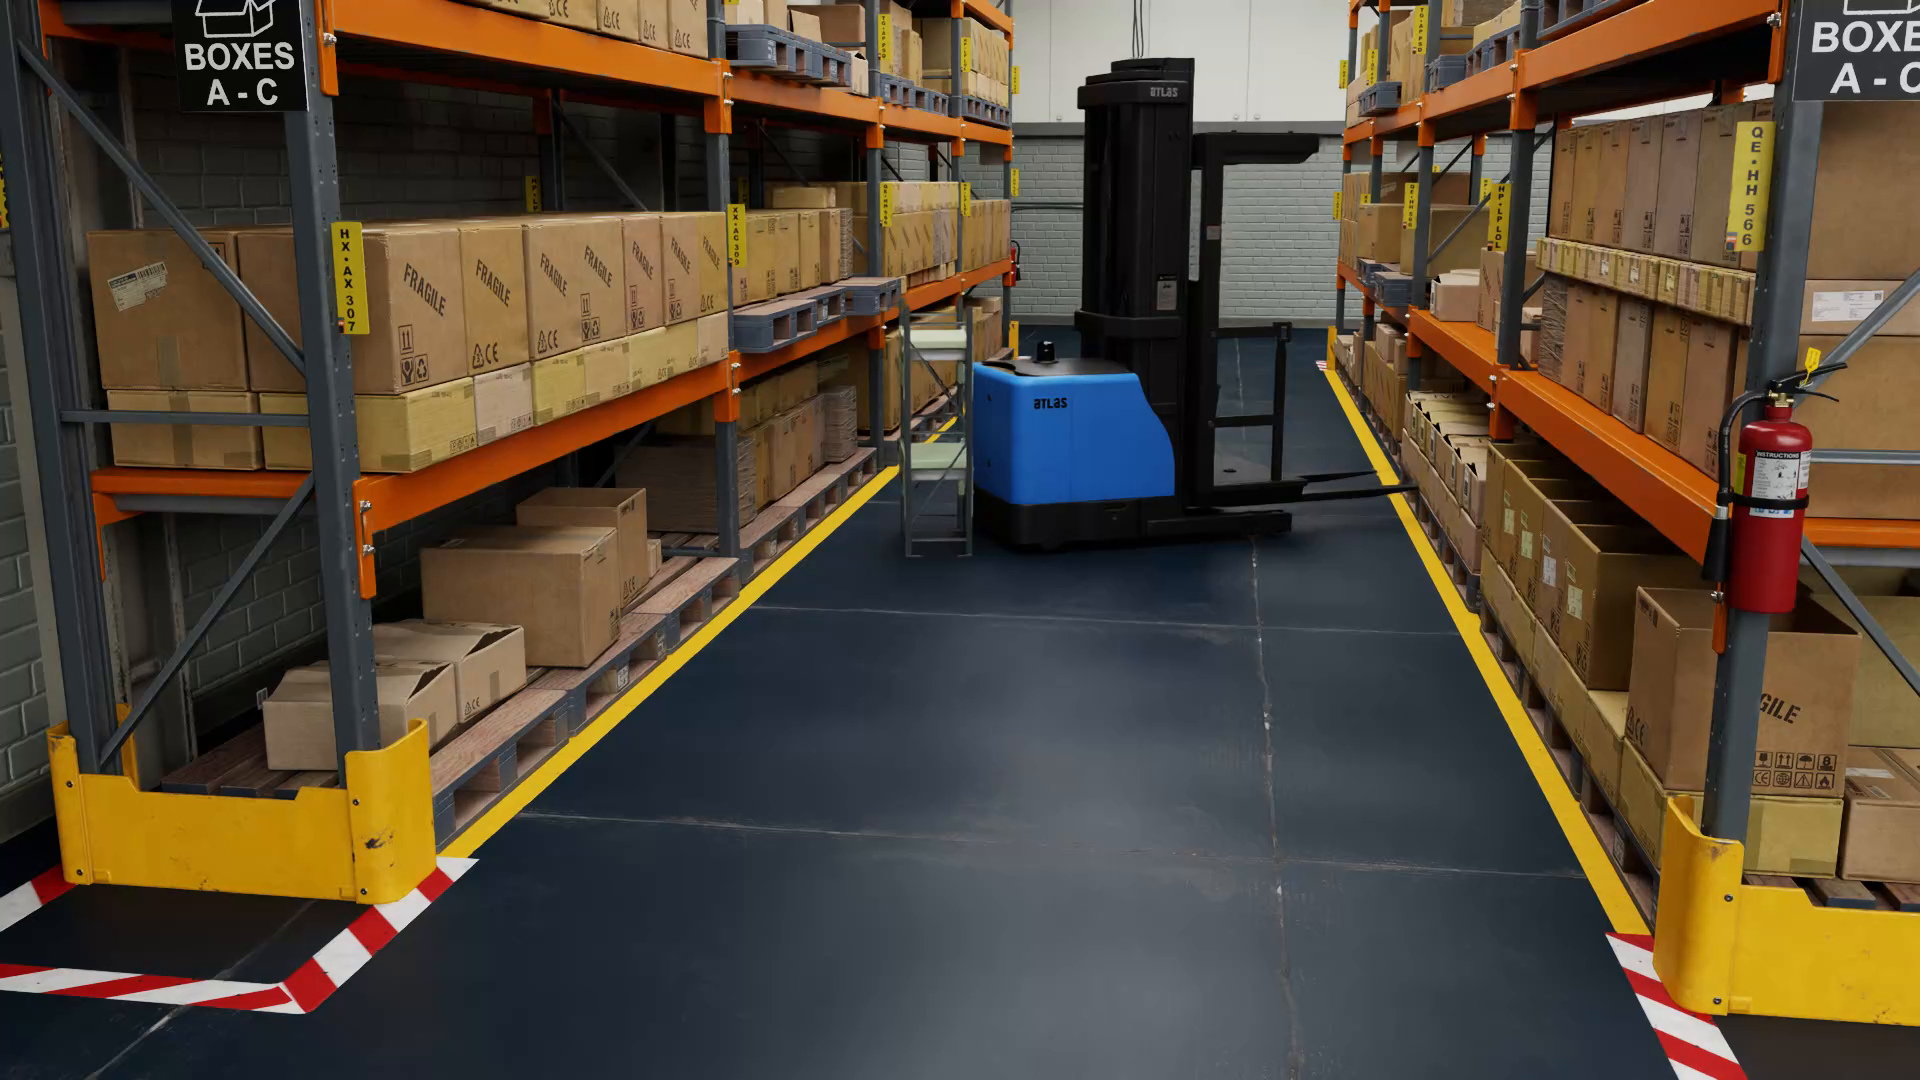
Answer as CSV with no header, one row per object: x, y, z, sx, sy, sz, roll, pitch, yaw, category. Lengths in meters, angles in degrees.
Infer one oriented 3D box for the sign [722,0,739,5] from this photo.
-1.178,-2.899,8.476,0.100,0.325,0.005,2,12,9,sign

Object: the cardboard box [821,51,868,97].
-0.944,-3.302,11.739,0.500,0.311,0.500,2,12,9,cardboard box

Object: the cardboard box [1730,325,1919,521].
2.649,-0.349,4.754,0.700,0.500,0.500,2,12,9,cardboard box

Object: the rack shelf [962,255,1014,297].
-0.177,-2.925,18.655,1.077,0.370,4.000,2,12,9,rack shelf

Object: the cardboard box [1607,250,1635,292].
2.713,-1.029,6.373,0.380,0.149,0.250,2,12,8,cardboard box

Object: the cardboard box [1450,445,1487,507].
3.033,-0.373,9.303,0.500,0.311,0.500,2,12,10,cardboard box

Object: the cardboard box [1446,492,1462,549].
3.037,-0.098,9.357,0.500,0.250,0.500,2,12,8,cardboard box

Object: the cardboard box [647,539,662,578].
-1.768,0.087,8.651,0.380,0.166,0.250,0,12,1,cardboard box

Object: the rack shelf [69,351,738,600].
-2.023,-0.427,7.064,1.077,0.370,4.000,2,12,9,rack shelf

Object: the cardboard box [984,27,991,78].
0.045,-5.224,17.836,0.500,0.500,0.500,2,12,9,cardboard box

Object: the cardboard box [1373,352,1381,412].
3.940,-1.386,14.695,0.500,0.500,0.500,2,12,9,cardboard box

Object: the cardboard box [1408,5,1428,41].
4.058,-4.090,13.761,0.600,0.600,0.600,1,12,6,cardboard box

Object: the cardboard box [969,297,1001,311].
0.282,-2.812,19.820,0.380,0.149,0.250,2,12,8,cardboard box

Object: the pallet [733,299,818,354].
-1.454,-1.256,9.657,1.003,0.211,1.213,2,12,9,pallet

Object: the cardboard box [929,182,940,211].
-0.471,-3.114,15.050,0.500,0.250,0.500,2,12,10,cardboard box

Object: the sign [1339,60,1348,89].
4.489,-5.445,19.444,0.100,0.325,0.005,2,12,9,sign

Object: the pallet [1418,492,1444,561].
3.440,-0.082,10.372,1.003,0.211,1.213,2,12,9,pallet

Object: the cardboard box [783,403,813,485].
-1.402,-0.662,11.334,0.700,0.500,0.500,2,12,8,cardboard box

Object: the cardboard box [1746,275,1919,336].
2.435,-0.655,4.634,0.380,0.149,0.250,2,12,8,cardboard box

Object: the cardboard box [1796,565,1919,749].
2.942,0.361,5.450,0.500,0.500,0.500,2,12,9,cardboard box

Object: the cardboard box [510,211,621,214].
-1.994,-1.407,8.433,0.500,0.500,0.500,2,12,7,cardboard box

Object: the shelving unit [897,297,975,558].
-0.154,-0.710,10.227,0.431,1.500,0.755,-1,12,-4,shelving unit

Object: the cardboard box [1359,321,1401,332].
4.694,-2.087,17.939,0.797,0.503,0.637,2,12,9,cardboard box

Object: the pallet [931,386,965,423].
-0.529,-1.335,16.185,1.003,0.211,1.213,2,12,9,pallet

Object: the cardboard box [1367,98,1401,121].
4.222,-4.204,16.116,0.500,0.250,0.500,2,12,9,cardboard box

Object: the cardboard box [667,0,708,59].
-1.549,-2.607,8.064,0.500,0.500,0.500,2,12,10,cardboard box

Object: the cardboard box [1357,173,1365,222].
4.309,-3.459,16.813,0.500,0.500,0.500,2,12,8,cardboard box

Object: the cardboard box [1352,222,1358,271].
4.388,-3.077,17.412,0.500,0.500,0.500,2,12,10,cardboard box

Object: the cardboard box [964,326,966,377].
-0.269,-1.996,17.574,0.700,0.500,0.500,2,12,9,cardboard box

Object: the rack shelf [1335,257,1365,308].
4.718,-2.766,17.914,1.077,0.370,4.000,2,12,9,rack shelf

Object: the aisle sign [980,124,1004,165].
0.438,-4.970,20.262,0.394,0.787,0.004,2,12,9,aisle sign

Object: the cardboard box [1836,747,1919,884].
2.867,0.831,5.046,0.500,0.250,0.500,2,12,9,cardboard box

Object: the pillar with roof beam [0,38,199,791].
1.176,-3.330,4.584,9.100,9.000,0.400,2,12,9,pillar with roof beam

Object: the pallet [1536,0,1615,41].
3.074,-2.280,7.045,1.003,0.211,1.213,2,12,9,pallet

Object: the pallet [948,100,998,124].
-0.159,-4.707,18.305,1.003,0.211,1.213,2,12,9,pallet

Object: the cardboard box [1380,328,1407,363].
3.865,-1.655,14.164,0.500,0.250,0.500,2,12,8,cardboard box

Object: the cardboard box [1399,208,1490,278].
3.781,-2.257,12.613,0.700,0.500,0.500,-2,12,-10,cardboard box

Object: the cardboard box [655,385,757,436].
-1.554,-0.801,10.198,0.500,0.250,0.500,2,12,7,cardboard box

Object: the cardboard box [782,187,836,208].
-1.123,-2.536,12.321,0.380,0.149,0.250,0,12,1,cardboard box

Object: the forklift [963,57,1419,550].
1.591,-1.538,10.670,3.031,2.935,1.130,-4,13,-18,forklift

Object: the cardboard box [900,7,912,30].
-0.750,-4.779,15.366,0.500,0.250,0.500,3,12,13,cardboard box

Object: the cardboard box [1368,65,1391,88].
4.217,-4.448,16.064,0.500,0.250,0.500,2,12,9,cardboard box

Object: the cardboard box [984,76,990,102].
0.046,-4.856,17.907,0.500,0.250,0.500,2,12,7,cardboard box

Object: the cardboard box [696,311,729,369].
-1.489,-1.023,8.431,0.500,0.250,0.500,2,12,9,cardboard box

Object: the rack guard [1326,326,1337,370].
5.014,-2.296,19.960,1.175,0.500,0.348,2,12,9,rack guard

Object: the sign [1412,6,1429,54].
3.259,-3.605,11.756,0.100,0.325,0.005,2,12,9,sign

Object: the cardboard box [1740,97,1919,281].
2.657,-0.994,4.668,0.700,0.500,0.500,2,12,9,cardboard box

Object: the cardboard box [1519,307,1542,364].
3.213,-1.066,8.677,0.500,0.250,0.500,3,12,12,cardboard box

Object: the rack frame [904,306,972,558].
-0.128,-0.633,9.870,0.400,1.500,0.023,-1,12,-4,rack frame

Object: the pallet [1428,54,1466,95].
3.779,-3.098,11.078,1.213,0.211,1.003,2,12,11,pallet

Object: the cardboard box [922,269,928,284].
-0.496,-2.405,15.083,0.380,0.149,0.250,2,12,7,cardboard box

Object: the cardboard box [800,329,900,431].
-0.857,-1.331,13.657,0.750,0.750,0.750,2,12,8,cardboard box

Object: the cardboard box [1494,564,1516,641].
2.727,0.294,7.540,0.500,0.250,0.500,2,12,9,cardboard box

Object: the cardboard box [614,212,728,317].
-1.482,-1.390,8.352,0.500,0.500,0.500,2,12,9,cardboard box

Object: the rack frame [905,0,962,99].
-0.485,-5.793,16.016,1.000,3.000,0.127,2,12,9,rack frame

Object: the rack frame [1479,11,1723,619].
3.180,-1.036,8.179,1.000,3.000,0.127,2,12,9,rack frame

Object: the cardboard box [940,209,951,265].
-0.375,-2.854,15.626,0.500,0.500,0.500,2,12,9,cardboard box

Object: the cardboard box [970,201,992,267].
-0.165,-3.423,18.546,0.980,0.700,0.700,1,12,6,cardboard box
